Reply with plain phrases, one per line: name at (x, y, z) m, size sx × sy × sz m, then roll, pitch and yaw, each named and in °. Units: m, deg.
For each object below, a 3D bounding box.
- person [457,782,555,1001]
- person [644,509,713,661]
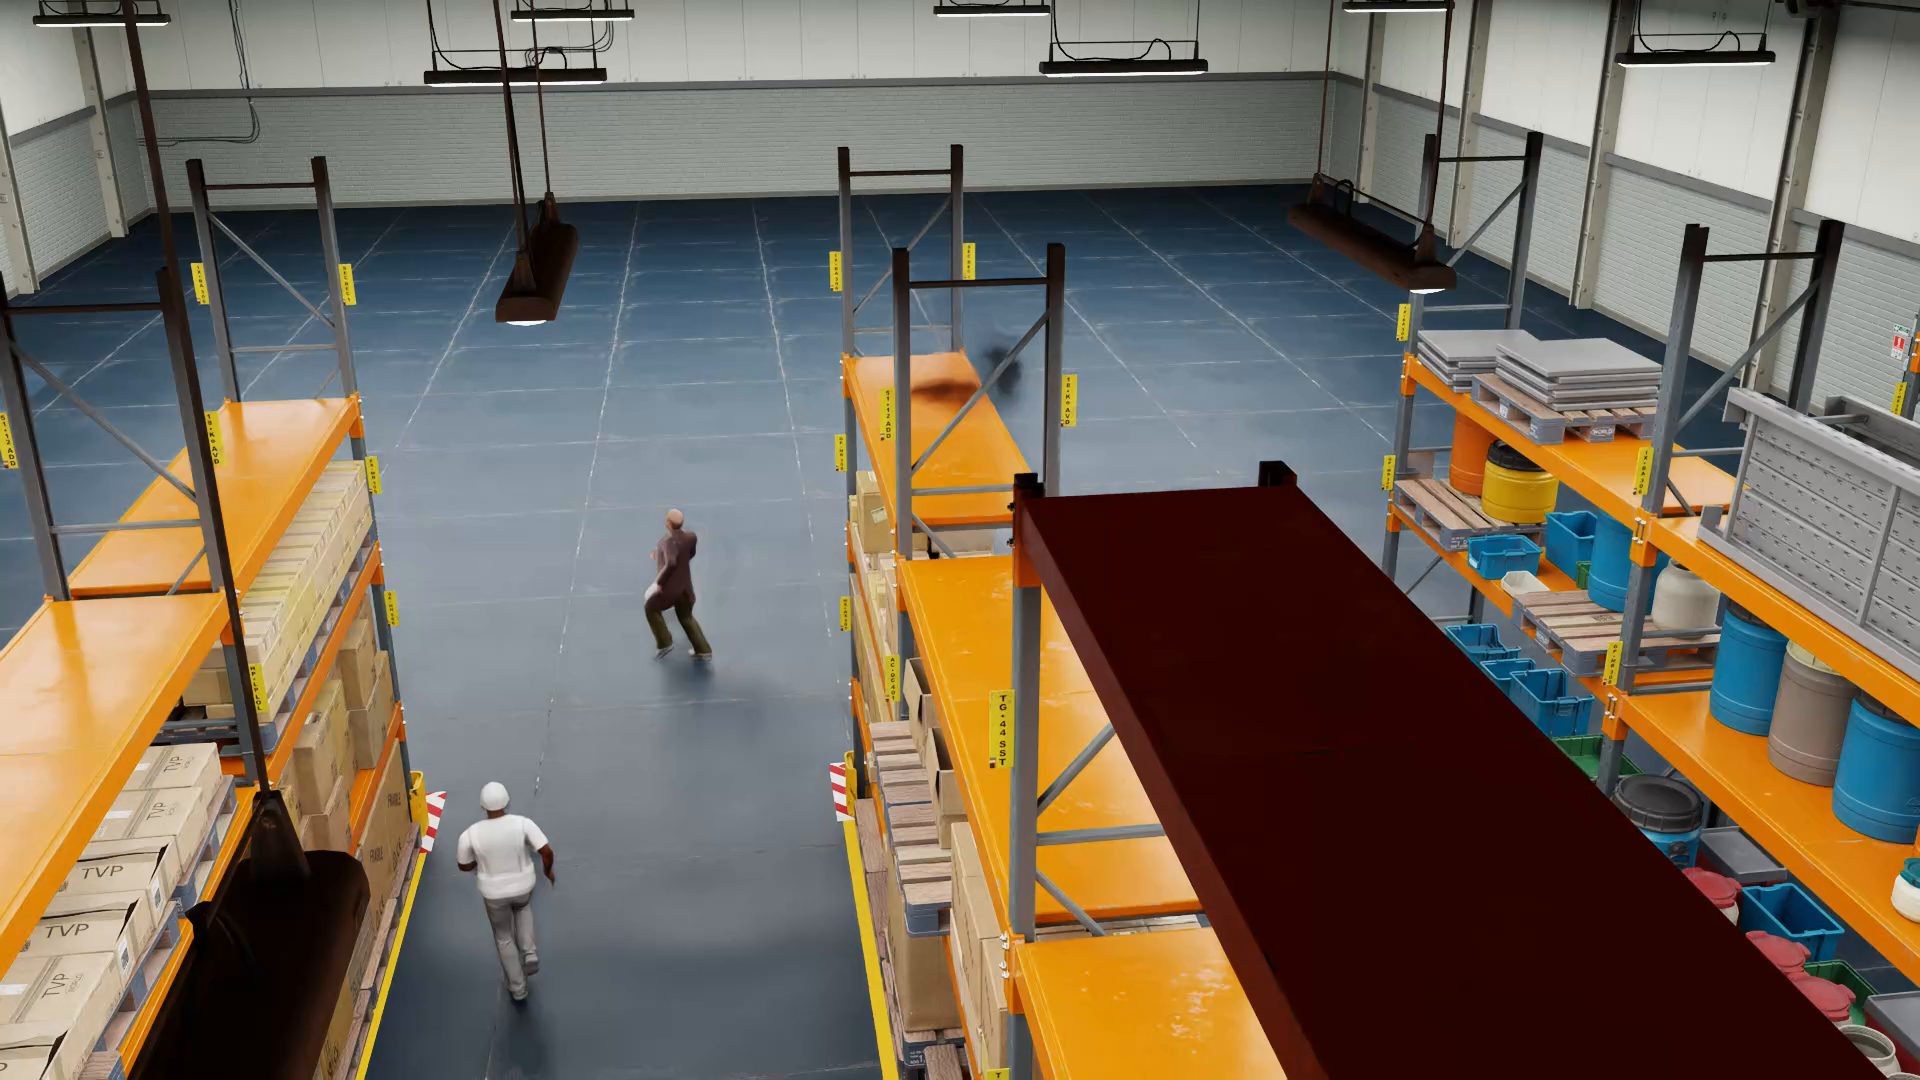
person at (-3.452, 2.603, 12.682) m, size 0.680 × 1.716 × 0.720 m, roll -9°, pitch 23°, yaw -21°
person at (-3.074, 0.536, 17.954) m, size 0.826 × 1.820 × 0.723 m, roll 14°, pitch 26°, yaw 32°
